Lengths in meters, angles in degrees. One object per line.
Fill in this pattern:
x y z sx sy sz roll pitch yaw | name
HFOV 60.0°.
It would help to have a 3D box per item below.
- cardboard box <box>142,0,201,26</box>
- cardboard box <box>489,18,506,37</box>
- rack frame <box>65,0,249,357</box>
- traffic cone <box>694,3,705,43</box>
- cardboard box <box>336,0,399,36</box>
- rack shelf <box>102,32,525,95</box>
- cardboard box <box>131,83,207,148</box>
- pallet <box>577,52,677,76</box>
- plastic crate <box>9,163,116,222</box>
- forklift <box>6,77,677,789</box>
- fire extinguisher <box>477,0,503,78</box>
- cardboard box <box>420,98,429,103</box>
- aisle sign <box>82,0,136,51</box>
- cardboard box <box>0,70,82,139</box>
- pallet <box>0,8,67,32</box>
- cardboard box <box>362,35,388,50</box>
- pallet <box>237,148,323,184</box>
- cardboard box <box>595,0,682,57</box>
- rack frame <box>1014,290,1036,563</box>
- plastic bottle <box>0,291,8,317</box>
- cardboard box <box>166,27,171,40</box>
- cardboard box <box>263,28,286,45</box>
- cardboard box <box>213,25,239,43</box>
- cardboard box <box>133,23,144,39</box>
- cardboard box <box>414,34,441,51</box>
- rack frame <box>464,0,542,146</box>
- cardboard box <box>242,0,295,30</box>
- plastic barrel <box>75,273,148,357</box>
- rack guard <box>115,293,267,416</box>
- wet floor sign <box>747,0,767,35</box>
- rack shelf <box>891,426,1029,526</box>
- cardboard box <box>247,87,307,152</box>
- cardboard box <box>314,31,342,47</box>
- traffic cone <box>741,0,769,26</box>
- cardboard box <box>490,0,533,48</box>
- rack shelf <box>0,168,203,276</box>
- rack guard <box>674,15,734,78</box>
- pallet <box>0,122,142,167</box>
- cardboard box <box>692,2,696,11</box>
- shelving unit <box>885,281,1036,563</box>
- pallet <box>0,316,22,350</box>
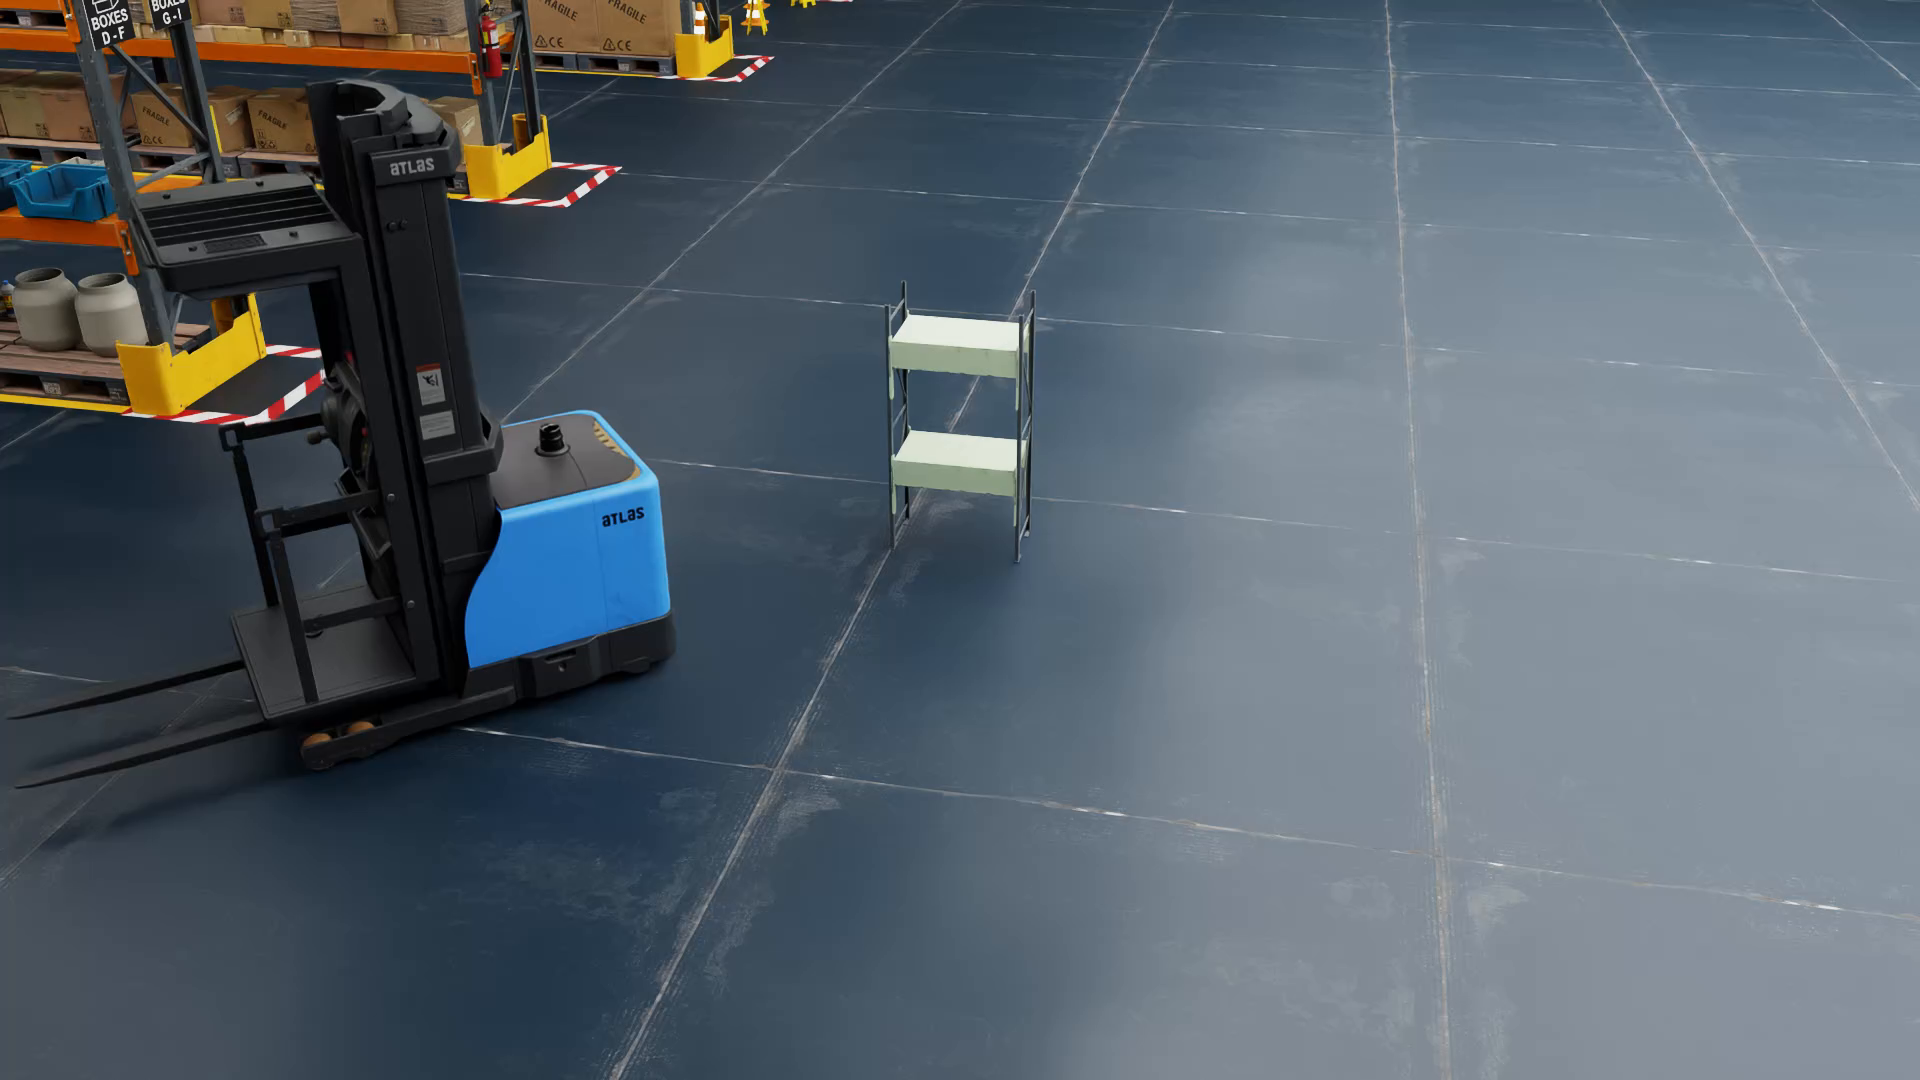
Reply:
-7.263 -5.216 15.741 0.500 0.500 0.875 6 29 11 | cardboard box
-4.488 -4.812 15.678 0.250 0.149 0.380 6 29 11 | cardboard box
-5.294 -2.456 11.112 0.127 3.000 1.000 6 29 11 | rack frame
-3.348 -6.708 21.521 0.334 0.463 0.336 6 29 11 | traffic cone
-5.306 -5.018 15.378 0.500 0.500 0.875 6 29 11 | cardboard box
-6.215 -4.667 15.900 4.000 0.370 1.077 6 29 11 | rack shelf
-7.789 -4.212 16.485 0.500 0.500 0.500 5 29 9 | cardboard box
-3.923 -5.921 20.346 1.213 0.211 1.003 6 29 11 | pallet
-5.846 -2.300 10.983 0.616 0.251 0.499 6 29 11 | plastic crate
-2.997 -0.500 7.612 3.031 2.935 1.130 -15 32 -26 | forklift
-4.244 -4.520 14.963 0.183 0.674 0.296 6 29 11 | fire extinguisher
-5.459 -3.984 16.069 0.500 0.500 0.500 14 32 24 | cardboard box
-5.286 -3.449 10.220 0.004 0.787 0.394 6 29 11 | aisle sign
-9.230 -4.408 16.822 0.500 0.500 0.700 6 29 10 | cardboard box
-8.888 -5.244 16.404 1.213 0.211 1.003 6 29 11 | pallet
-5.322 -4.662 15.403 0.250 0.149 0.380 6 29 11 | cardboard box
-6.310 -3.788 16.449 1.213 0.211 1.003 6 29 11 | pallet
-3.802 -6.390 20.074 0.875 0.875 0.875 6 29 11 | cardboard box
0.364 -0.620 9.322 0.023 1.500 0.400 6 29 11 | rack frame
-7.103 -1.760 12.297 0.097 0.201 0.097 0 29 0 | plastic bottle
-7.285 -4.846 15.740 0.250 0.149 0.380 6 29 11 | cardboard box
-6.300 -4.762 15.586 0.250 0.149 0.380 6 29 11 | cardboard box
-6.796 -4.796 15.648 0.250 0.149 0.380 6 29 11 | cardboard box
-7.782 -4.879 15.799 0.250 0.149 0.380 6 29 11 | cardboard box
-4.826 -4.629 15.342 0.250 0.149 0.380 6 29 11 | cardboard box
-4.260 -4.782 15.361 0.127 3.000 1.000 6 29 11 | rack frame
-6.272 -5.144 15.608 0.500 0.500 0.875 6 29 11 | cardboard box
-5.953 -1.579 11.664 0.421 0.512 0.421 0 29 0 | plastic barrel
-5.378 -1.345 11.686 0.348 0.500 1.175 6 29 11 | rack guard
-2.683 -6.995 21.855 0.232 0.644 0.267 1 29 2 | wet floor sign
0.007 -0.371 9.545 0.720 0.370 0.431 6 29 11 | rack shelf
-6.603 -4.132 16.340 0.500 0.500 0.500 3 29 6 | cardboard box
-5.807 -4.721 15.511 0.250 0.149 0.380 6 29 11 | cardboard box
-2.779 -7.205 22.429 0.334 0.463 0.336 6 29 11 | traffic cone
-5.554 -6.570 20.402 0.875 0.875 0.875 6 29 11 | cardboard box
-7.250 -2.341 11.651 4.000 0.370 1.077 6 29 11 | rack shelf
-3.101 -6.002 20.193 0.348 0.500 1.175 6 29 11 | rack guard
-8.933 -4.037 16.904 1.213 0.211 1.003 6 29 11 | pallet
-3.893 -7.368 23.053 0.250 0.149 0.380 23 36 36 | cardboard box
0.007 -0.657 9.389 0.755 1.500 0.431 6 29 11 | shelving unit
-7.361 -1.425 12.134 1.213 0.211 1.003 6 29 11 | pallet
